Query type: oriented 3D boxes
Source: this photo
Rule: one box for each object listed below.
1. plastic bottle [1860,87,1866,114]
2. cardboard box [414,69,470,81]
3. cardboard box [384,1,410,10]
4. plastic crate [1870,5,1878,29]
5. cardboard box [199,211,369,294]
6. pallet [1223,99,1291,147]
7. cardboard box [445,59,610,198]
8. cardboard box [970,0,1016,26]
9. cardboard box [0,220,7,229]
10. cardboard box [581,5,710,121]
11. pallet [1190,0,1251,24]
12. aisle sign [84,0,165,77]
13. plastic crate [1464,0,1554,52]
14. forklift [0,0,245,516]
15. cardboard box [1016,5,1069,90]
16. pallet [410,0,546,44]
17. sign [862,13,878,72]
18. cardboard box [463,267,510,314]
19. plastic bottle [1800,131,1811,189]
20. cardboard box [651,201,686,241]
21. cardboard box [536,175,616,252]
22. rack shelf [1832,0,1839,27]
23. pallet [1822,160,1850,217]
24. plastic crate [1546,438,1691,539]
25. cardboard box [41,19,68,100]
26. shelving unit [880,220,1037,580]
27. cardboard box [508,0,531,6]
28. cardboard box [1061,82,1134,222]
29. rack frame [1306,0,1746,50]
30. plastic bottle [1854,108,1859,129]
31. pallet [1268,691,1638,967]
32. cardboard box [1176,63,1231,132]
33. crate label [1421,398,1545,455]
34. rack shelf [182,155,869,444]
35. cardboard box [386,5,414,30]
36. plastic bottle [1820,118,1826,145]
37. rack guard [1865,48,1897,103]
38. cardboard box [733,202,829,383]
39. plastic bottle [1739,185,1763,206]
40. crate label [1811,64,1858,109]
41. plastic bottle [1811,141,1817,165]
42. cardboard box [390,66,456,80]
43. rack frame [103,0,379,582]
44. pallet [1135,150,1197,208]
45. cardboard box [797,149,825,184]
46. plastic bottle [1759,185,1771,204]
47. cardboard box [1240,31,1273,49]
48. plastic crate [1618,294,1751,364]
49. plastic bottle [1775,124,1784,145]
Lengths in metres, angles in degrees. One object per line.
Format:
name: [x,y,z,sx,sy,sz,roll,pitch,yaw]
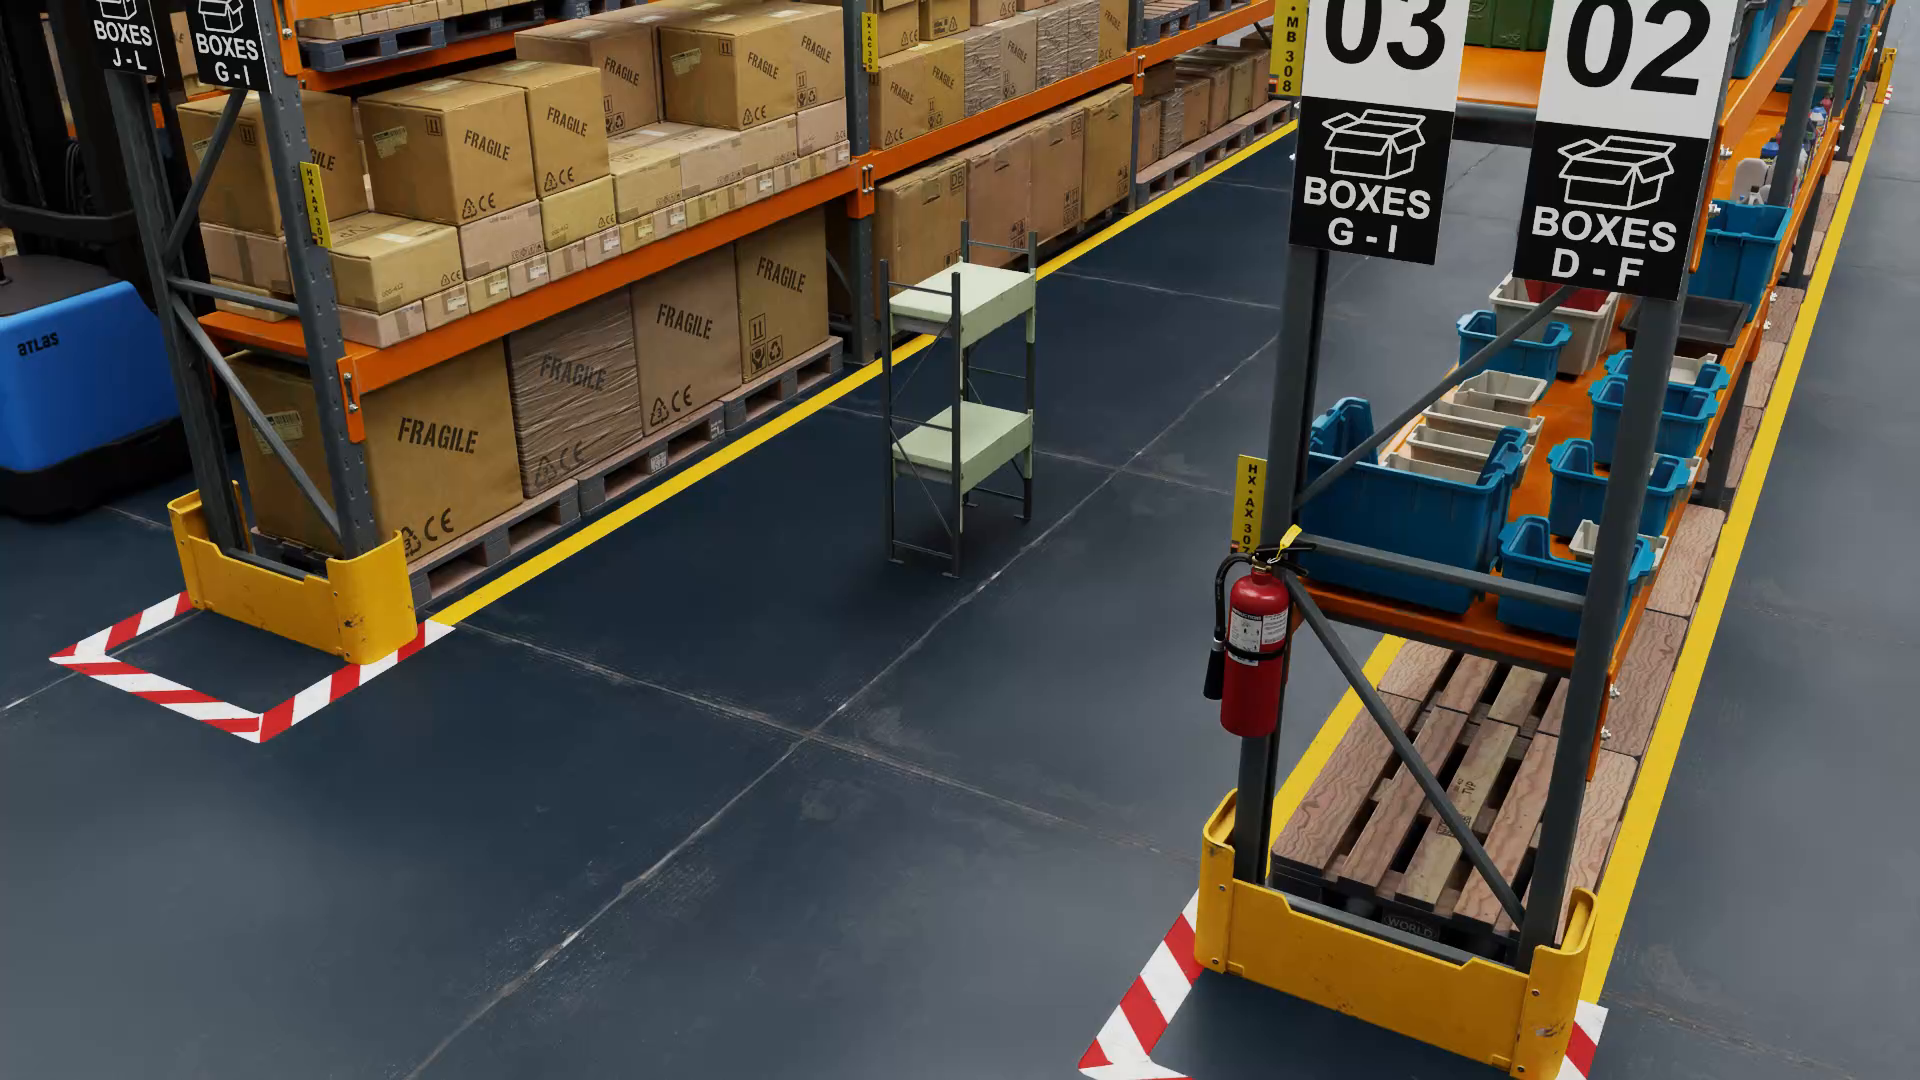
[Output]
plastic bottle: [8.544,-4.214,15.869,0.152,0.276,0.135,14,30,26]
cardboard box: [-4.162,-3.727,13.829,0.500,0.250,0.500,15,30,28]
cardboard box: [-4.423,-4.149,12.666,0.380,0.149,0.250,15,30,27]
plastic crate: [7.274,-4.354,13.525,0.402,0.464,0.583,14,30,26]
cardboard box: [-2.962,-1.309,7.348,0.500,0.250,0.500,14,30,25]
pallet: [2.552,-4.121,16.247,1.003,0.211,1.213,14,30,26]
cardboard box: [-2.002,-1.922,7.737,0.500,0.500,0.500,13,30,25]
cardboard box: [-0.055,-3.809,11.275,0.797,0.503,0.637,15,30,28]
cardboard box: [-6.515,-2.064,11.074,0.380,0.149,0.250,13,29,24]
cardboard box: [-1.709,-2.635,9.160,0.500,0.500,0.500,14,30,26]
pallet: [1.904,-4.808,14.718,1.003,0.211,1.213,14,30,26]
aisle sign: [-3.266,-2.196,6.381,0.394,0.787,0.004,14,30,26]
plastic crate: [1.580,-1.598,4.978,0.450,0.188,0.336,14,30,26]
forklift: [-4.334,-2.058,9.086,1.130,2.935,3.031,13,30,25]
cardboard box: [0.436,-3.515,11.809,0.500,0.500,0.500,13,29,24]
pallet: [-4.240,-4.378,13.860,1.003,0.211,1.213,14,30,26]
sign: [-0.518,-2.855,9.547,0.100,0.325,0.005,14,30,26]
cardboard box: [-2.257,-1.149,7.475,0.380,0.149,0.250,13,30,25]
plastic bottle: [4.618,-2.126,9.202,0.144,0.351,0.185,14,30,26]
cardboard box: [-1.624,-1.651,8.478,0.380,0.149,0.250,15,30,27]
cardboard box: [-1.998,-1.588,7.906,0.500,0.250,0.500,13,29,24]
rack shelf: [4.295,-3.263,8.869,1.077,0.370,4.000,14,30,26]
pallet: [6.894,-3.020,14.047,1.003,0.211,1.213,14,30,26]
plastic crate: [2.075,-0.137,5.292,0.416,0.233,0.300,14,30,26]
cardboard box: [-6.038,-3.021,10.490,0.500,0.500,0.500,13,30,25]
shelving unit: [0.003,-0.673,7.919,0.431,1.500,0.755,14,30,26]
cardboard box: [-3.780,-4.528,13.756,0.380,0.149,0.250,15,30,28]
cardboard box: [0.609,-3.086,12.969,1.225,0.875,0.875,13,29,24]
rack frame: [1.343,-2.587,3.366,1.000,3.000,0.127,14,30,26]
plastic bottle: [8.097,-3.890,15.138,0.144,0.351,0.185,13,29,24]
pallet: [1.782,1.029,5.958,1.003,0.211,1.213,14,30,26]
cardboard box: [2.087,-4.116,15.423,0.700,0.500,0.500,12,29,22]
crate label: [1.857,-0.395,5.915,0.396,0.136,0.243,14,30,26]
rack shelf: [-1.985,-1.453,8.605,1.077,0.370,4.000,14,30,26]
cardboard box: [-4.418,-4.019,12.740,0.380,0.149,0.250,14,30,26]
plastic bottle: [5.217,-2.513,10.141,0.097,0.201,0.097,0,27,0]
rack guard: [9.218,-4.982,17.645,1.175,0.500,0.348,14,30,26]
cardboard box: [-1.396,-1.552,9.904,0.875,0.875,0.875,14,30,26]
plastic bottle: [3.786,-1.523,7.997,0.144,0.351,0.185,14,30,26]
crate label: [5.812,-3.029,11.137,0.303,0.233,0.416,14,30,26]
plastic bottle: [4.930,-2.285,9.687,0.097,0.201,0.097,0,27,0]
cardboard box: [-4.612,-3.844,14.063,0.500,0.250,0.500,13,29,24]
rack frame: [-2.969,-0.995,6.887,1.000,3.000,0.127,14,30,26]
pallet: [1.352,-3.170,14.347,1.003,0.211,1.213,14,30,26]
cardboard box: [-0.993,-2.150,9.475,0.380,0.149,0.250,15,30,27]
plastic bottle: [4.050,-1.647,8.328,0.152,0.276,0.135,14,30,26]
cardboard box: [3.166,-4.889,16.989,0.500,0.500,0.500,13,29,25]
plastic crate: [2.994,-0.872,6.881,0.437,0.125,0.590,14,30,26]
plastic bottle: [4.672,-2.233,9.490,0.061,0.283,0.133,14,30,26]
